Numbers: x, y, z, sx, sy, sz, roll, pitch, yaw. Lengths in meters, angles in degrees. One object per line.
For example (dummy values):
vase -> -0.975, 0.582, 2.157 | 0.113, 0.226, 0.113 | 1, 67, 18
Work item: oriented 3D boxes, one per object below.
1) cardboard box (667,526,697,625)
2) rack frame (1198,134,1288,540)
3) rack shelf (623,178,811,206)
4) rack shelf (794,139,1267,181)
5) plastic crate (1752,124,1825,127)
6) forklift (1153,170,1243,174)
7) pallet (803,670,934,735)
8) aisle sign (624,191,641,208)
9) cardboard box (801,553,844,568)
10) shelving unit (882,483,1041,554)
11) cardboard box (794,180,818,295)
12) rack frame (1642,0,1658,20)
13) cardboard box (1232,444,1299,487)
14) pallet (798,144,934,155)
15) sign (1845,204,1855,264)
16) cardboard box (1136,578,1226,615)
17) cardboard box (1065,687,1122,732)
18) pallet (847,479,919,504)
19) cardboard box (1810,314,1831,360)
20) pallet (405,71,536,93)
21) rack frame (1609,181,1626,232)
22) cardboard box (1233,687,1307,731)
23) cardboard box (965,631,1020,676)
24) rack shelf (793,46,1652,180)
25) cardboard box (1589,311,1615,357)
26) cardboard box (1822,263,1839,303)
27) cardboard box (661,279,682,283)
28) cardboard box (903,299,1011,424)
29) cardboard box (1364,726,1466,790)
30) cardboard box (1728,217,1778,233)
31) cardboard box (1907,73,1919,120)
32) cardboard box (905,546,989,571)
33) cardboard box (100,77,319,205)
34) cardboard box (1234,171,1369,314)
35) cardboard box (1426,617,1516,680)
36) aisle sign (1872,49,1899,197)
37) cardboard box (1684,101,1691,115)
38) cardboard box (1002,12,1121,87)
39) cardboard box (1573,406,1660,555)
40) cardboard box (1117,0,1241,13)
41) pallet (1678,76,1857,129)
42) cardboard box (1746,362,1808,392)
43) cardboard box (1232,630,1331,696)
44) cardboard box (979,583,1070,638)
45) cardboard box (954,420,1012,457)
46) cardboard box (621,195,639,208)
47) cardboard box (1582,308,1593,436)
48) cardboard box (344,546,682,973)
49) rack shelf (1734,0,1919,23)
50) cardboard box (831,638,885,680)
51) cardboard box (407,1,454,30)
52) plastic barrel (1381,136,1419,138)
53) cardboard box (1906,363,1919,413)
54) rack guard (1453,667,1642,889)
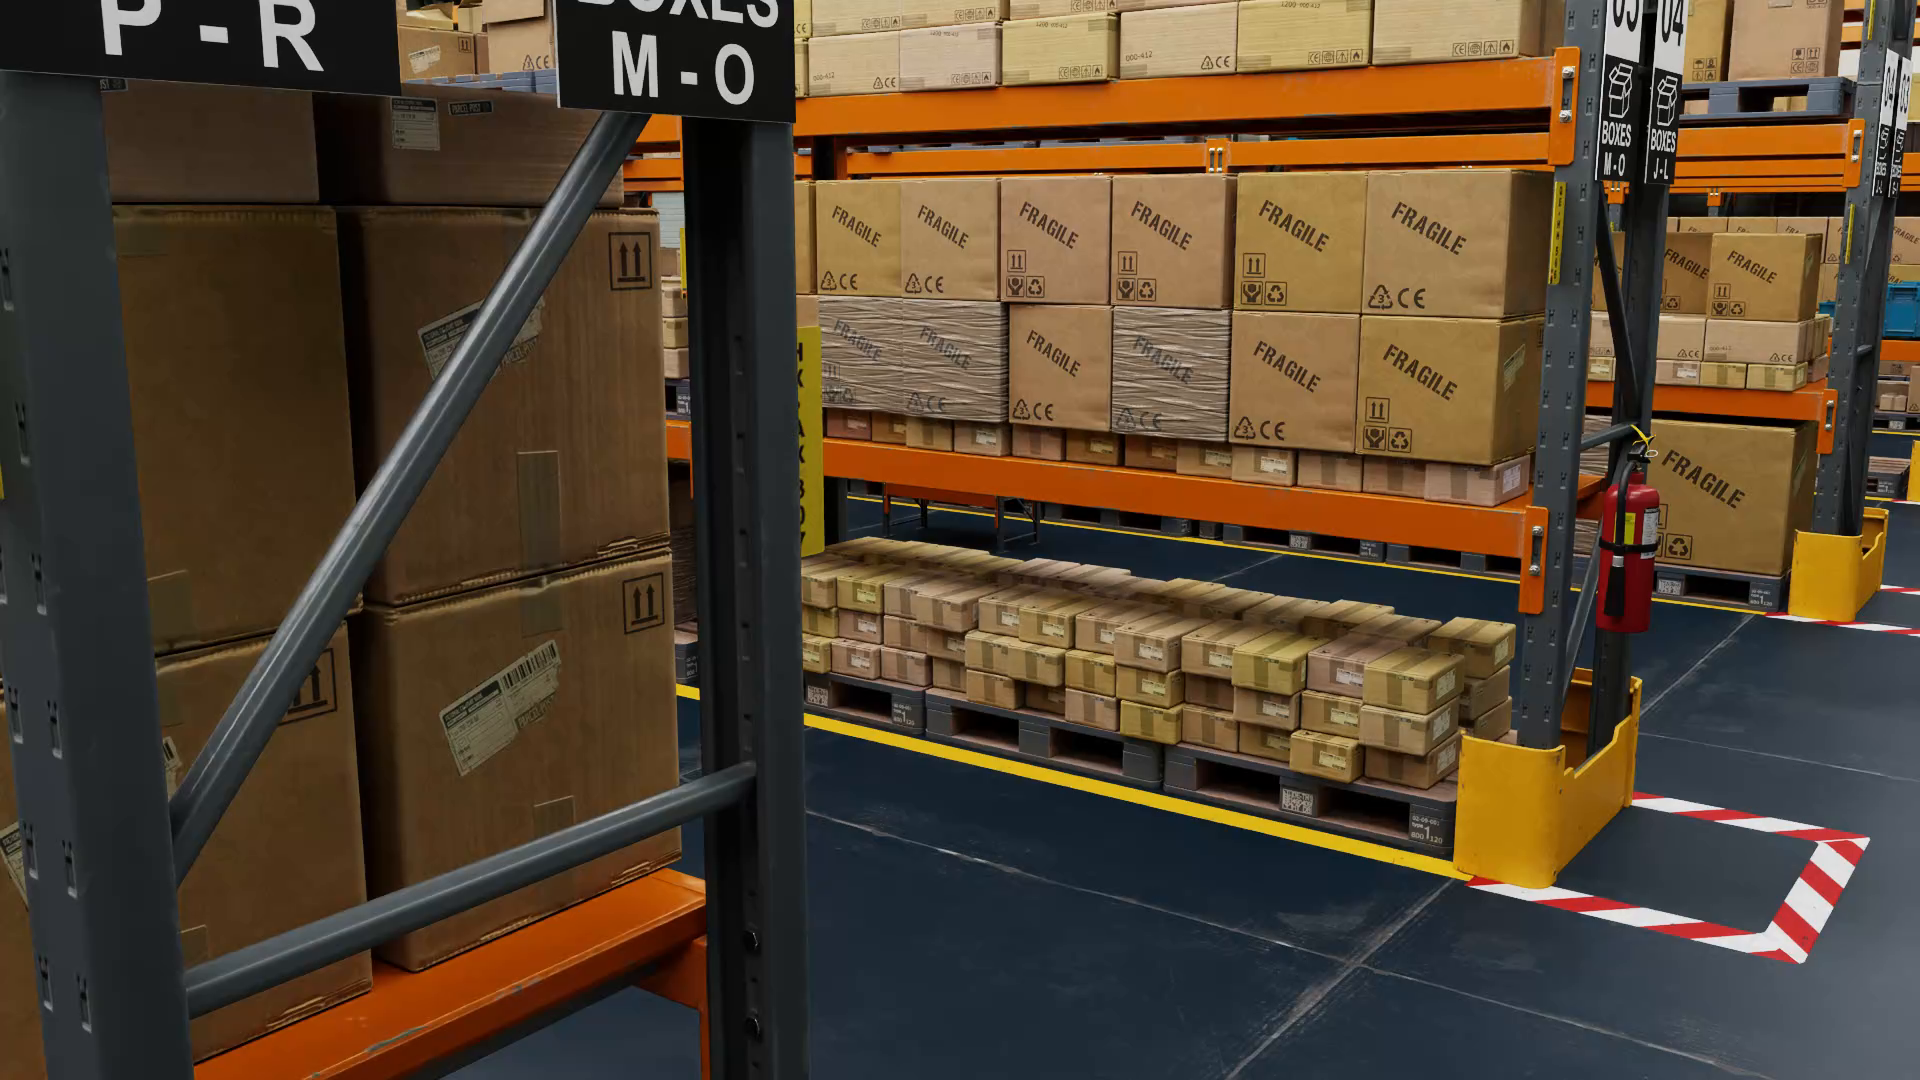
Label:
cardboard box -> -1.683, 0.170, 8.727 | 0.500, 0.500, 0.500 | 8, 13, 34
rack frame -> 2.080, -1.554, 12.165 | 0.127, 3.000, 1.000 | 8, 13, 36
rack shelf -> -3.048, -4.556, 21.680 | 4.000, 0.370, 1.077 | 8, 13, 36
rack shelf -> 0.468, -2.898, 13.111 | 4.000, 0.370, 1.077 | 8, 13, 36
plastic crate -> 7.167, -3.519, 14.587 | 0.767, 0.338, 0.504 | 8, 13, 36
forklift -> 1.626, -2.048, 14.899 | 3.031, 2.935, 1.130 | 9, 14, 38
pallet -> -0.375, 0.633, 8.202 | 1.213, 0.211, 1.003 | 8, 13, 36
aisle sign -> -4.542, -4.991, 23.088 | 0.004, 0.787, 0.394 | 8, 13, 36
cardboard box -> -0.782, 0.166, 8.109 | 0.250, 0.149, 0.380 | 9, 14, 38
shelving unit -> 0.005, -0.552, 11.919 | 1.048, 1.125, 0.538 | 8, 13, 36
cardboard box -> -0.717, -1.404, 7.711 | 0.500, 0.500, 0.500 | 8, 14, 37
rack frame -> 2.287, -3.302, 5.405 | 0.127, 3.000, 1.000 | 8, 13, 36
cardboard box -> 1.248, -0.311, 6.402 | 0.250, 0.149, 0.380 | 8, 14, 37
pallet -> -0.593, -3.319, 13.891 | 1.003, 0.211, 1.213 | 9, 14, 38
sign -> 4.972, -1.708, 9.287 | 0.005, 0.325, 0.100 | 8, 13, 36
cardboard box -> 0.993, 0.289, 7.472 | 0.250, 0.149, 0.380 | 8, 14, 36
cardboard box -> 0.652, 0.675, 7.044 | 0.250, 0.149, 0.380 | 8, 14, 37
pallet -> -0.553, -0.535, 14.237 | 1.213, 0.211, 1.003 | 8, 13, 36
cardboard box -> 5.077, -1.272, 10.319 | 0.500, 0.250, 0.500 | 8, 13, 34
pallet -> -2.209, -2.388, 9.075 | 1.003, 0.211, 1.213 | 8, 13, 36
rack frame -> 7.947, -3.070, 20.002 | 0.127, 3.000, 1.000 | 8, 13, 36
cardboard box -> 1.273, 0.617, 6.559 | 0.250, 0.149, 0.380 | 7, 13, 33
cardboard box -> 0.230, 0.471, 7.314 | 0.250, 0.149, 0.380 | 8, 13, 35
rack shelf -> 0.675, -1.701, 6.920 | 4.000, 0.370, 1.077 | 8, 13, 36
cardboard box -> 3.938, -1.305, 10.489 | 0.500, 0.250, 0.500 | 7, 13, 34
cardboard box -> 9.830, -2.793, 18.306 | 0.500, 0.500, 0.500 | 8, 14, 36
cardboard box -> -1.416, -1.355, 9.128 | 0.250, 0.149, 0.380 | 8, 14, 36
cardboard box -> 0.101, -0.790, 7.171 | 0.500, 0.500, 0.500 | 8, 13, 34
cardboard box -> 1.739, 0.810, 6.346 | 0.250, 0.149, 0.380 | 8, 14, 36
cardboard box -> 8.990, -3.398, 18.803 | 0.500, 0.500, 0.500 | 7, 13, 34
cardboard box -> 10.394, -4.758, 17.932 | 0.500, 0.500, 0.700 | 8, 13, 36
cardboard box -> -0.062, 0.145, 8.217 | 0.250, 0.149, 0.380 | 8, 13, 35
cardboard box -> -0.969, -0.455, 1.883 | 0.250, 0.149, 0.380 | 8, 14, 36
cardboard box -> 1.363, -1.113, 6.206 | 0.500, 0.500, 0.500 | 7, 13, 34
cardboard box -> 2.066, 0.434, 6.722 | 0.250, 0.149, 0.380 | 7, 13, 33
aisle sign -> 5.185, -2.327, 9.315 | 0.004, 0.787, 0.394 | 8, 13, 36
cardboard box -> 8.362, -5.034, 19.361 | 0.500, 0.500, 0.700 | 8, 13, 36
cardboard box -> 0.516, -1.937, 6.642 | 0.500, 0.250, 0.500 | 9, 14, 38
cardboard box -> 4.008, -0.429, 10.840 | 0.875, 0.875, 0.875 | 8, 13, 36
cardboard box -> 0.941, -2.129, 6.319 | 0.500, 0.250, 0.500 | 8, 14, 36
pallet -> 4.700, -2.615, 9.987 | 1.213, 0.211, 1.003 | 8, 13, 36
cardboard box -> 4.822, -0.971, 9.811 | 0.250, 0.149, 0.380 | 8, 14, 37
cardboard box -> 1.258, 0.478, 6.498 | 0.250, 0.149, 0.380 | 8, 13, 34
cardboard box -> 0.287, 0.312, 7.355 | 0.250, 0.149, 0.380 | 7, 13, 33
cardboard box -> 0.188, -0.460, 7.173 | 0.250, 0.149, 0.380 | 9, 14, 38
cardboard box -> -3.810, -2.843, 16.145 | 1.000, 1.000, 1.000 | 8, 14, 36
cardboard box -> 2.089, -0.644, 6.416 | 0.500, 0.500, 0.500 | 9, 14, 38
cardboard box -> -0.778, 0.266, 2.495 | 0.500, 0.500, 0.500 | 8, 13, 35
rack shelf -> 6.624, -4.483, 14.459 | 4.000, 0.370, 1.077 | 8, 13, 36
cardboard box -> -0.388, 0.527, 7.806 | 0.250, 0.149, 0.380 | 8, 13, 35
cardboard box -> -3.259, -3.092, 9.941 | 0.258, 0.266, 0.396 | 8, 13, 36
plastic barrel -> 4.156, -4.155, 16.112 | 0.600, 0.588, 0.600 | 0, 11, 0
cardboard box -> 10.587, -1.633, 17.995 | 0.500, 0.500, 0.500 | 8, 13, 36
rack guard -> 2.226, 0.862, 6.256 | 0.348, 0.500, 1.175 | 8, 13, 36
